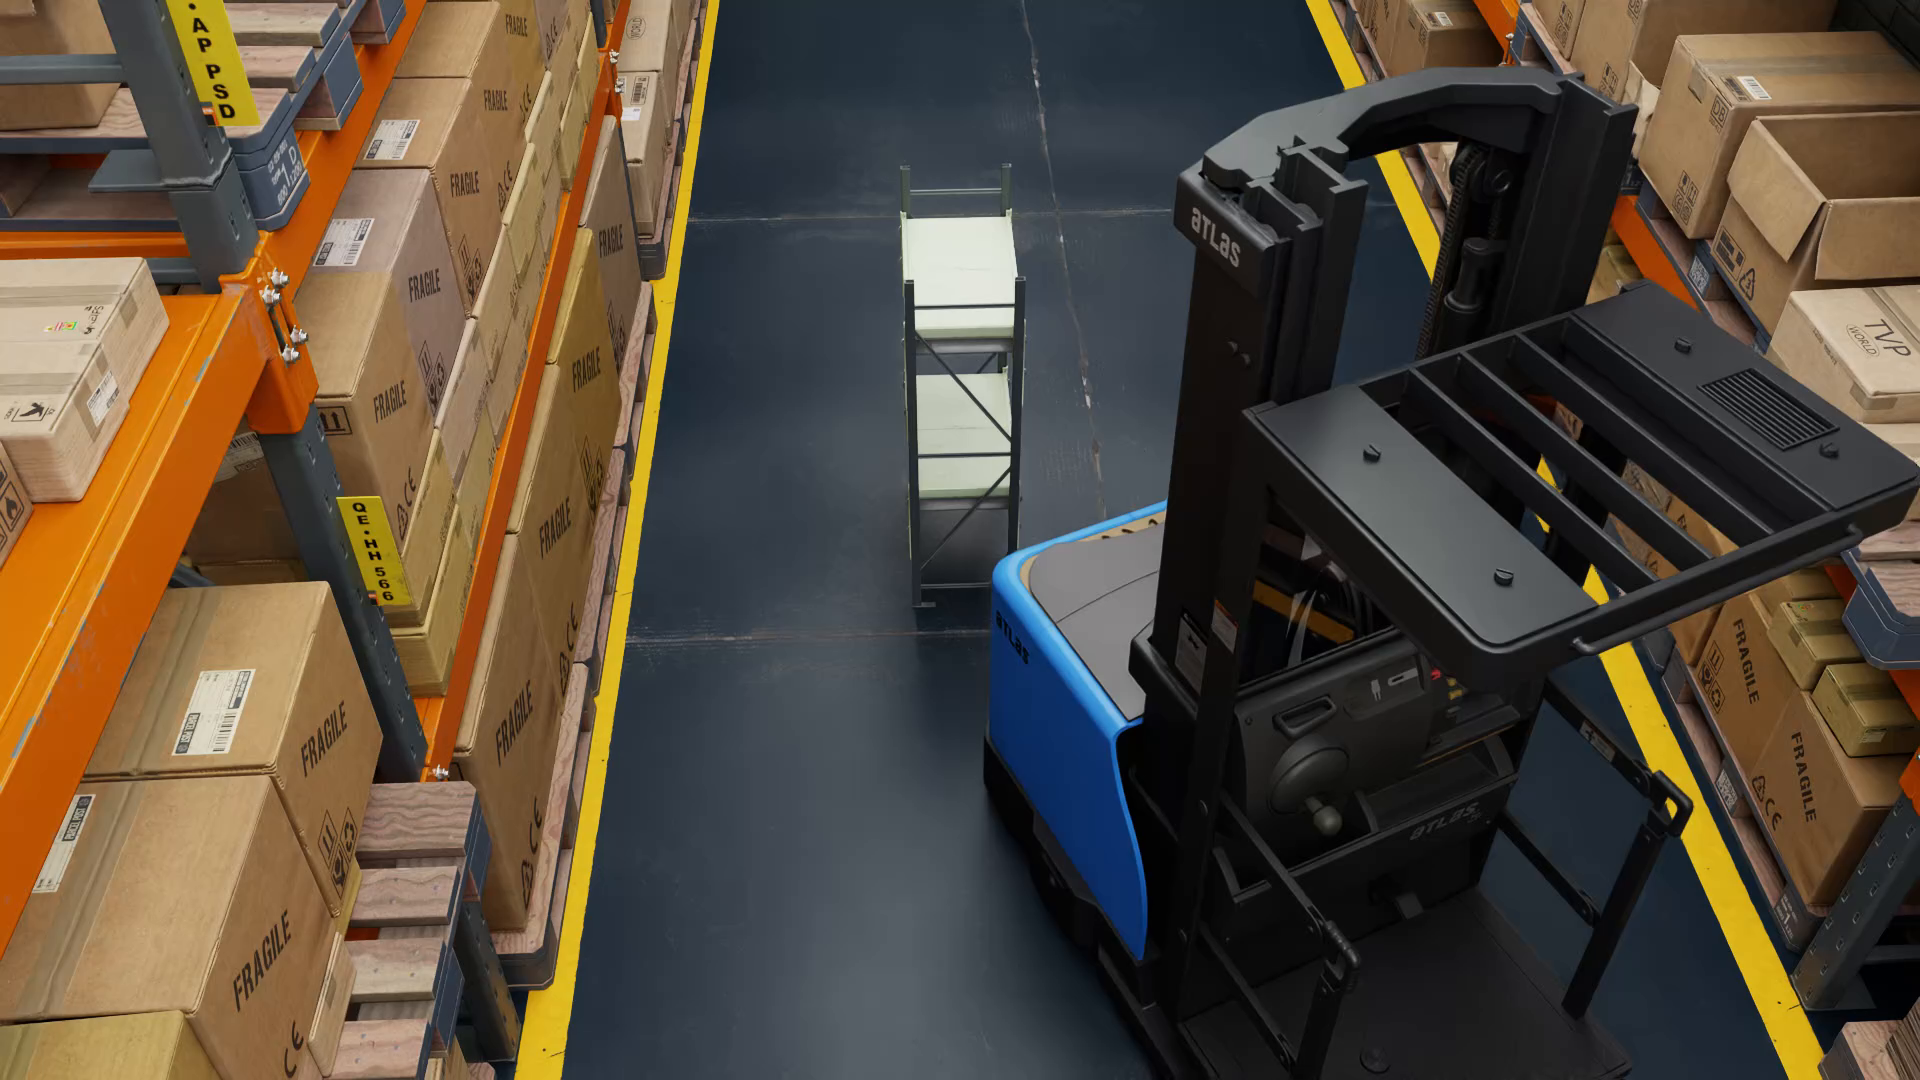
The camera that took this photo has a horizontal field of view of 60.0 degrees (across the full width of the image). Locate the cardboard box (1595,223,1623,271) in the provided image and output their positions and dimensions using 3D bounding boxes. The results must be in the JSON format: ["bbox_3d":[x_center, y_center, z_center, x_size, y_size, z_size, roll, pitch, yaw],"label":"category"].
[{"bbox_3d":[2.805,-1.263,6.967,0.380,0.149,0.250,-4,43,-4],"label":"cardboard box"}]

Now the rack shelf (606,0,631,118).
[{"bbox_3d":[-2.100,-3.338,8.704,1.077,0.370,4.000,-2,43,-2],"label":"rack shelf"}]

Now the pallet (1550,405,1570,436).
[{"bbox_3d":[3.016,-0.822,7.490,1.003,0.211,1.213,-2,43,-2],"label":"pallet"}]

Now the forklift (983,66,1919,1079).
[{"bbox_3d":[1.188,0.518,4.016,1.130,2.935,3.031,-19,46,-19],"label":"forklift"}]

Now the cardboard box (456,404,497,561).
[{"bbox_3d":[-1.654,-0.181,4.838,0.500,0.250,0.500,-3,43,-3],"label":"cardboard box"}]

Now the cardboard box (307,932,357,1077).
[{"bbox_3d":[-1.457,0.948,3.371,0.380,0.149,0.250,-2,43,-2],"label":"cardboard box"}]

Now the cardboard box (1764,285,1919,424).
[{"bbox_3d":[2.746,-0.500,4.876,0.500,0.250,0.500,-3,43,-4],"label":"cardboard box"}]

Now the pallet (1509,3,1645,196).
[{"bbox_3d":[2.869,-1.784,6.619,1.003,0.211,1.213,-2,43,-2],"label":"pallet"}]

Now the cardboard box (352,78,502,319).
[{"bbox_3d":[-1.659,-0.982,4.788,0.500,0.500,0.500,-1,43,-1],"label":"cardboard box"}]

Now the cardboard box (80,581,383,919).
[{"bbox_3d":[-1.548,0.445,3.440,0.500,0.500,0.500,-3,43,-3],"label":"cardboard box"}]

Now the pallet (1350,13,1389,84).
[{"bbox_3d":[2.861,-2.659,9.495,1.003,0.211,1.213,-2,43,-2],"label":"pallet"}]

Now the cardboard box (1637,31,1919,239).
[{"bbox_3d":[2.796,-1.377,5.648,0.700,0.500,0.500,-2,43,-2],"label":"cardboard box"}]

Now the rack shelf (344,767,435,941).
[{"bbox_3d":[-1.760,2.063,2.812,1.077,0.370,4.000,-2,43,-2],"label":"rack shelf"}]

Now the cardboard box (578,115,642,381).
[{"bbox_3d":[-1.909,-1.208,7.110,0.875,0.875,0.875,0,43,0],"label":"cardboard box"}]

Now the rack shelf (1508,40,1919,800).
[{"bbox_3d":[3.029,-0.782,5.916,1.077,0.370,4.000,-2,43,-2],"label":"rack shelf"}]

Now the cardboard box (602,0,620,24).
[{"bbox_3d":[-1.773,-2.614,7.308,0.500,0.500,0.500,0,43,0],"label":"cardboard box"}]

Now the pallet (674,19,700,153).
[{"bbox_3d":[-2.024,-2.566,9.393,1.003,0.211,1.213,-2,43,-2],"label":"pallet"}]

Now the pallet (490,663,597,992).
[{"bbox_3d":[-1.803,0.941,5.567,1.003,0.211,1.213,-2,43,-2],"label":"pallet"}]

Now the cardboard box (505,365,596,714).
[{"bbox_3d":[-1.825,0.005,5.786,0.875,0.875,0.875,-1,43,-1],"label":"cardboard box"}]

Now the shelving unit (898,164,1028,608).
[{"bbox_3d":[0.000,-0.548,6.238,0.431,1.500,0.755,-2,43,-2],"label":"shelving unit"}]

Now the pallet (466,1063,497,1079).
[{"bbox_3d":[-1.813,2.003,4.408,1.003,0.211,1.213,-2,43,-2],"label":"pallet"}]

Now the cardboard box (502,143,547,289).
[{"bbox_3d":[-1.658,-1.059,5.427,0.500,0.250,0.500,-1,43,-1],"label":"cardboard box"}]

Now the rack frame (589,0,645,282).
[{"bbox_3d":[-2.015,-2.253,6.988,1.000,3.000,0.127,-2,43,-2],"label":"rack frame"}]

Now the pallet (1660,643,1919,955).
[{"bbox_3d":[3.120,0.825,5.693,1.003,0.211,1.213,-2,43,-2],"label":"pallet"}]

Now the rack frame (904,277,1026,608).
[{"bbox_3d":[0.016,-0.301,5.969,0.400,1.500,0.023,-2,43,-2],"label":"rack frame"}]

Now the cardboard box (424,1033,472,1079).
[{"bbox_3d":[-1.831,1.643,4.371,0.950,0.372,0.625,-4,43,-5],"label":"cardboard box"}]

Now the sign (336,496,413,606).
[{"bbox_3d":[-1.303,0.028,3.701,0.100,0.325,0.005,-2,43,-2],"label":"sign"}]

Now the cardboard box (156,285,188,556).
[{"bbox_3d":[-2.128,-0.299,4.043,0.500,0.500,0.500,-3,43,-3],"label":"cardboard box"}]

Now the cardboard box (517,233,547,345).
[{"bbox_3d":[-1.695,-0.868,5.588,0.500,0.250,0.500,-2,43,-2],"label":"cardboard box"}]

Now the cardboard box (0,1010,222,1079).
[{"bbox_3d":[-1.493,1.135,2.687,0.500,0.500,0.500,-4,43,-5],"label":"cardboard box"}]

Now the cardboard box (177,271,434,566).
[{"bbox_3d":[-1.622,-0.298,4.041,0.500,0.500,0.500,-3,43,-3],"label":"cardboard box"}]

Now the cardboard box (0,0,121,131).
[{"bbox_3d":[-2.012,-1.101,3.124,0.797,0.503,0.637,-4,43,-4],"label":"cardboard box"}]

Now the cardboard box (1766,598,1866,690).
[{"bbox_3d":[2.797,0.321,5.239,0.380,0.149,0.250,-4,43,-4],"label":"cardboard box"}]

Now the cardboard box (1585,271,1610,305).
[{"bbox_3d":[2.772,-0.939,7.094,0.500,0.500,0.500,-2,43,-2],"label":"cardboard box"}]

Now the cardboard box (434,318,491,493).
[{"bbox_3d":[-1.641,-0.380,4.685,0.500,0.250,0.500,-1,43,-1],"label":"cardboard box"}]

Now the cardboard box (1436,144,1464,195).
[{"bbox_3d":[2.627,-1.869,8.369,0.380,0.149,0.250,-3,43,-3],"label":"cardboard box"}]

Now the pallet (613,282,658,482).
[{"bbox_3d":[-1.907,-0.706,7.364,1.003,0.211,1.213,-2,43,-2],"label":"pallet"}]

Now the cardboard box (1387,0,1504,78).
[{"bbox_3d":[2.747,-2.637,8.946,0.700,0.500,0.500,-3,43,-3],"label":"cardboard box"}]

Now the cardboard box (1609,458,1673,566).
[{"bbox_3d":[2.805,-0.252,6.344,0.500,0.500,0.500,-3,43,-3],"label":"cardboard box"}]

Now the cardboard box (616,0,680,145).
[{"bbox_3d":[-1.973,-2.494,8.837,0.875,0.438,0.875,-3,43,-3],"label":"cardboard box"}]

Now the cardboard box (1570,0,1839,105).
[{"bbox_3d":[2.763,-1.907,6.226,0.700,0.500,0.500,-1,43,-1],"label":"cardboard box"}]

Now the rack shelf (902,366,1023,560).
[{"bbox_3d":[0.000,-0.308,6.459,0.431,0.370,0.720,-2,43,-2],"label":"rack shelf"}]

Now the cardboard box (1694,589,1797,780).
[{"bbox_3d":[2.870,0.452,5.576,0.500,0.500,0.500,-2,43,-2],"label":"cardboard box"}]

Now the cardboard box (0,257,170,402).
[{"bbox_3d":[-1.622,-0.359,2.888,0.380,0.149,0.250,-2,43,-2],"label":"cardboard box"}]

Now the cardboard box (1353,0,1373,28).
[{"bbox_3d":[2.703,-3.338,9.711,0.700,0.500,0.500,0,43,0],"label":"cardboard box"}]

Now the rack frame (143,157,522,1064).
[{"bbox_3d":[-1.845,0.448,4.042,1.000,3.000,0.127,-2,43,-2],"label":"rack frame"}]

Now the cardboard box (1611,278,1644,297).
[{"bbox_3d":[2.803,-0.908,6.580,0.380,0.149,0.250,-2,43,-2],"label":"cardboard box"}]

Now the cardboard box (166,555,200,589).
[{"bbox_3d":[-2.120,-0.001,4.272,0.500,0.250,0.500,-2,43,-2],"label":"cardboard box"}]

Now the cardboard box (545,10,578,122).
[{"bbox_3d":[-1.725,-1.754,6.185,0.500,0.250,0.500,-1,43,-1],"label":"cardboard box"}]

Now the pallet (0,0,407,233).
[{"bbox_3d":[-1.925,-1.022,3.565,1.213,0.211,1.003,0,43,0],"label":"pallet"}]

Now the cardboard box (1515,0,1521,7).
[{"bbox_3d":[2.678,-2.513,7.458,0.380,0.149,0.250,-1,43,-1],"label":"cardboard box"}]

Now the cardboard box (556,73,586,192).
[{"bbox_3d":[-1.724,-1.558,6.341,0.500,0.250,0.500,-2,43,-2],"label":"cardboard box"}]

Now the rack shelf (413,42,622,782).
[{"bbox_3d":[-1.930,-0.637,5.758,1.077,0.370,4.000,-2,43,-2],"label":"rack shelf"}]

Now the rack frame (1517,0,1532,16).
[{"bbox_3d":[2.944,-2.398,7.146,1.000,3.000,0.127,-2,43,-2],"label":"rack frame"}]

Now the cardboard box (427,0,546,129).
[{"bbox_3d":[-1.714,-1.672,5.540,0.500,0.500,0.500,0,43,0],"label":"cardboard box"}]
